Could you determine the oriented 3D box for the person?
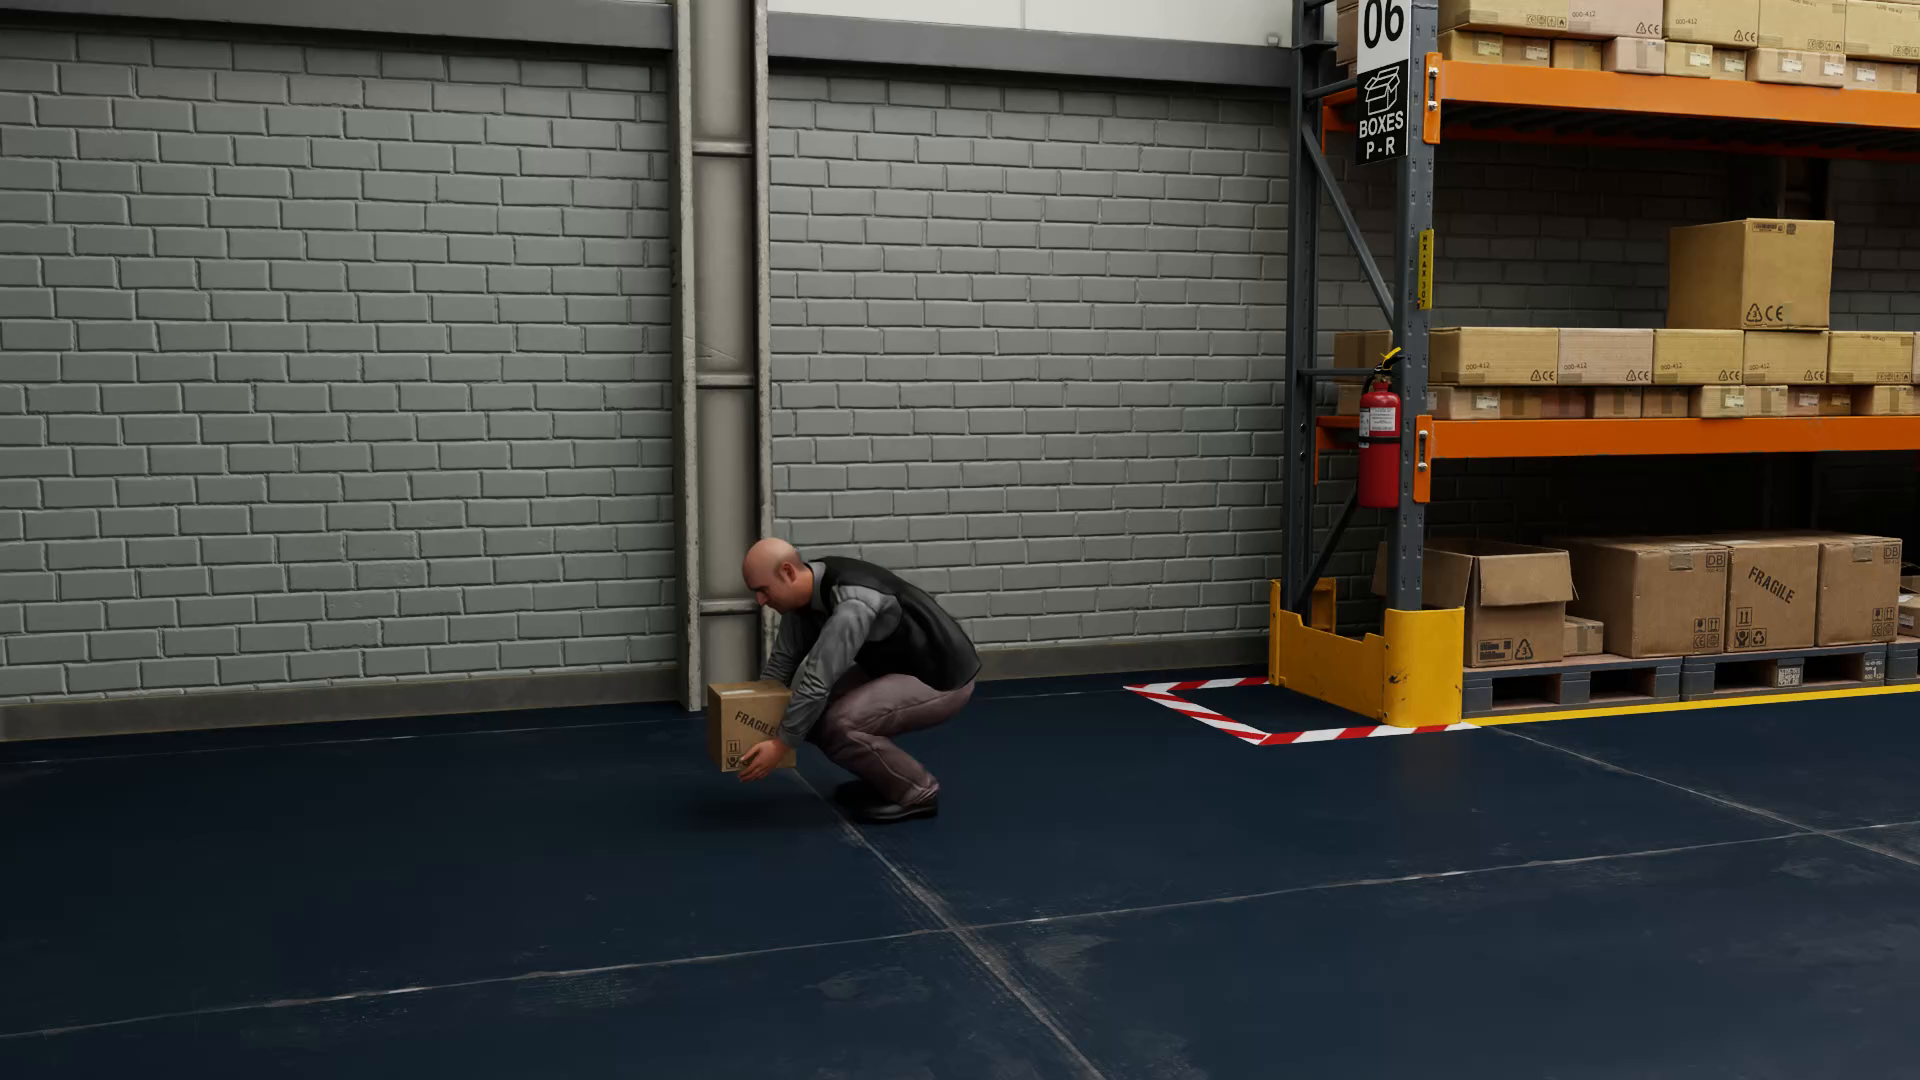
[{"bbox_3d":[-0.365,0.498,5.674,0.873,0.892,0.539,-2,6,-19],"label":"person"}]
